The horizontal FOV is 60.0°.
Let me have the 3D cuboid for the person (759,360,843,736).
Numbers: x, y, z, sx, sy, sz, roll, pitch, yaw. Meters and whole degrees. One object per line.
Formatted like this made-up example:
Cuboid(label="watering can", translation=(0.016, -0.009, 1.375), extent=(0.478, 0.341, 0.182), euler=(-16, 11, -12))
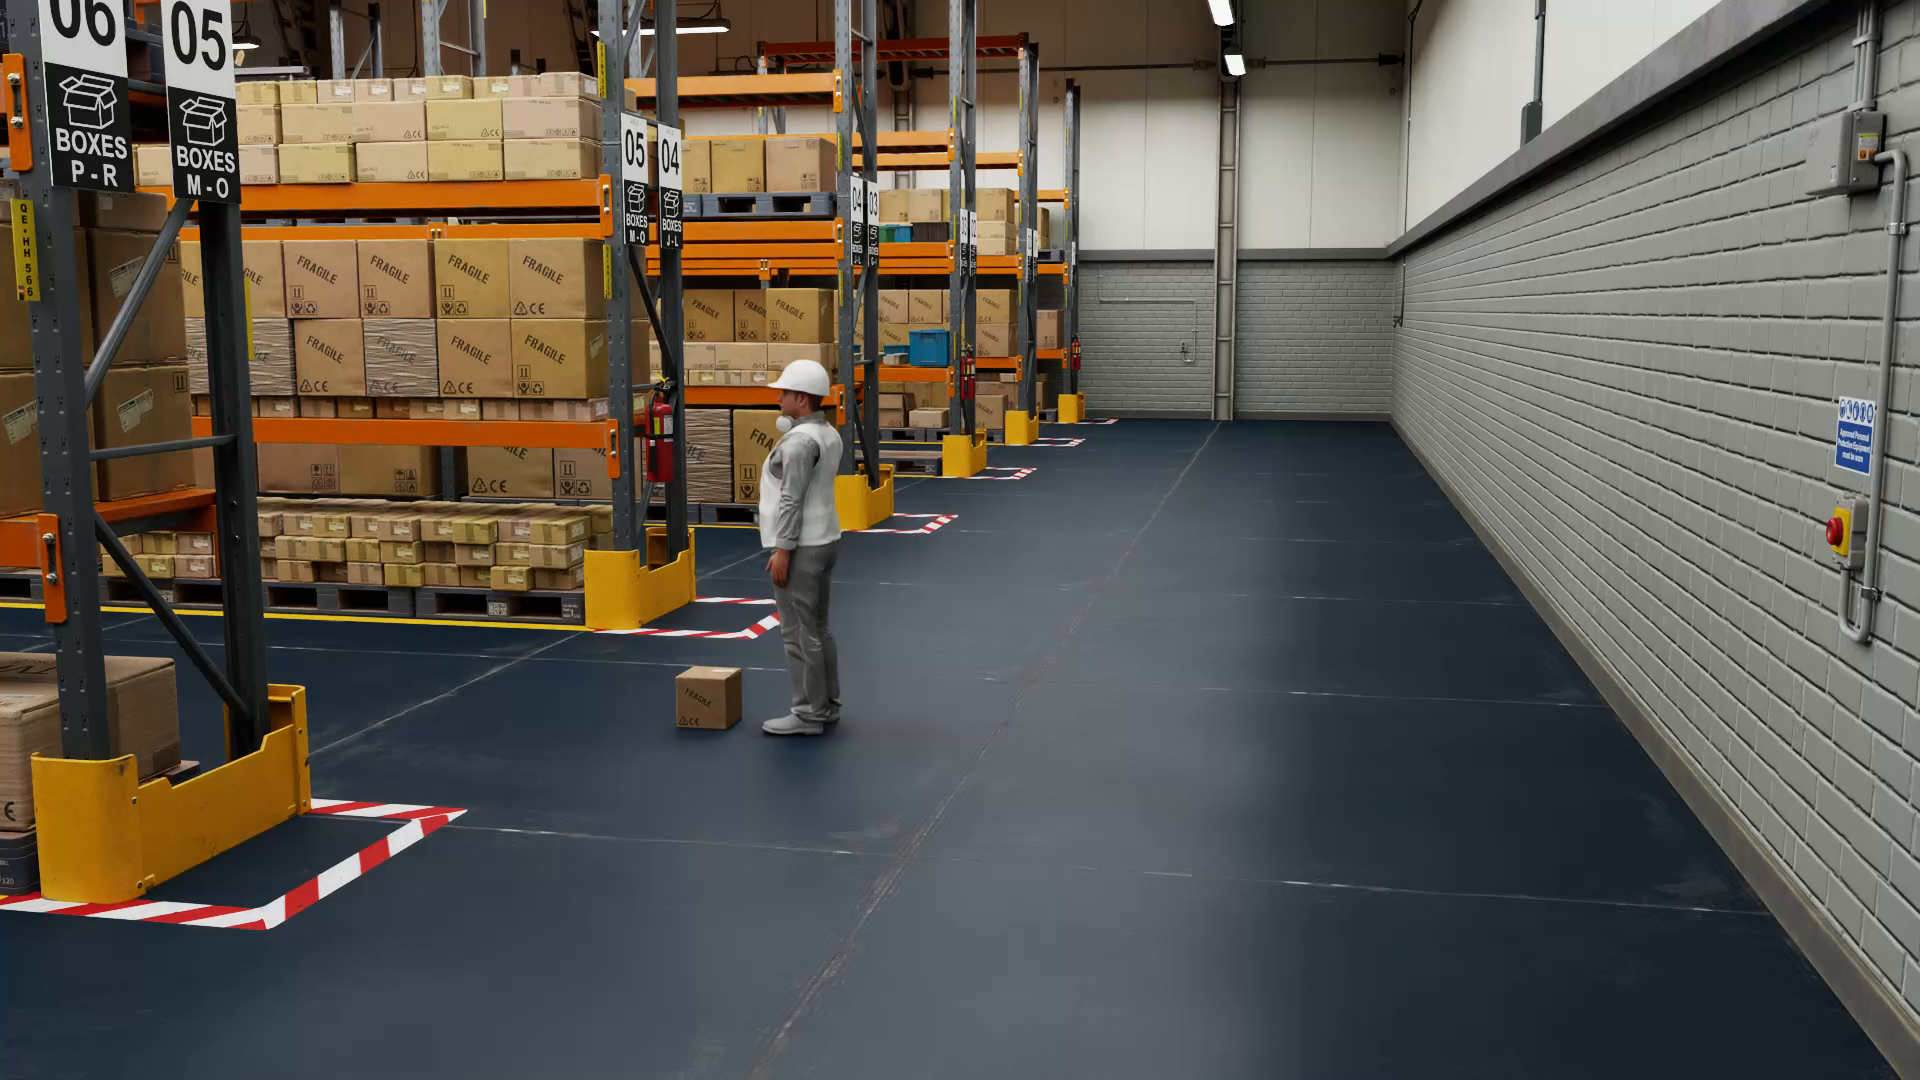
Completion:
Cuboid(label="person", translation=(-0.764, 0.048, 7.933), extent=(0.356, 1.808, 0.534), euler=(2, 8, 12))
